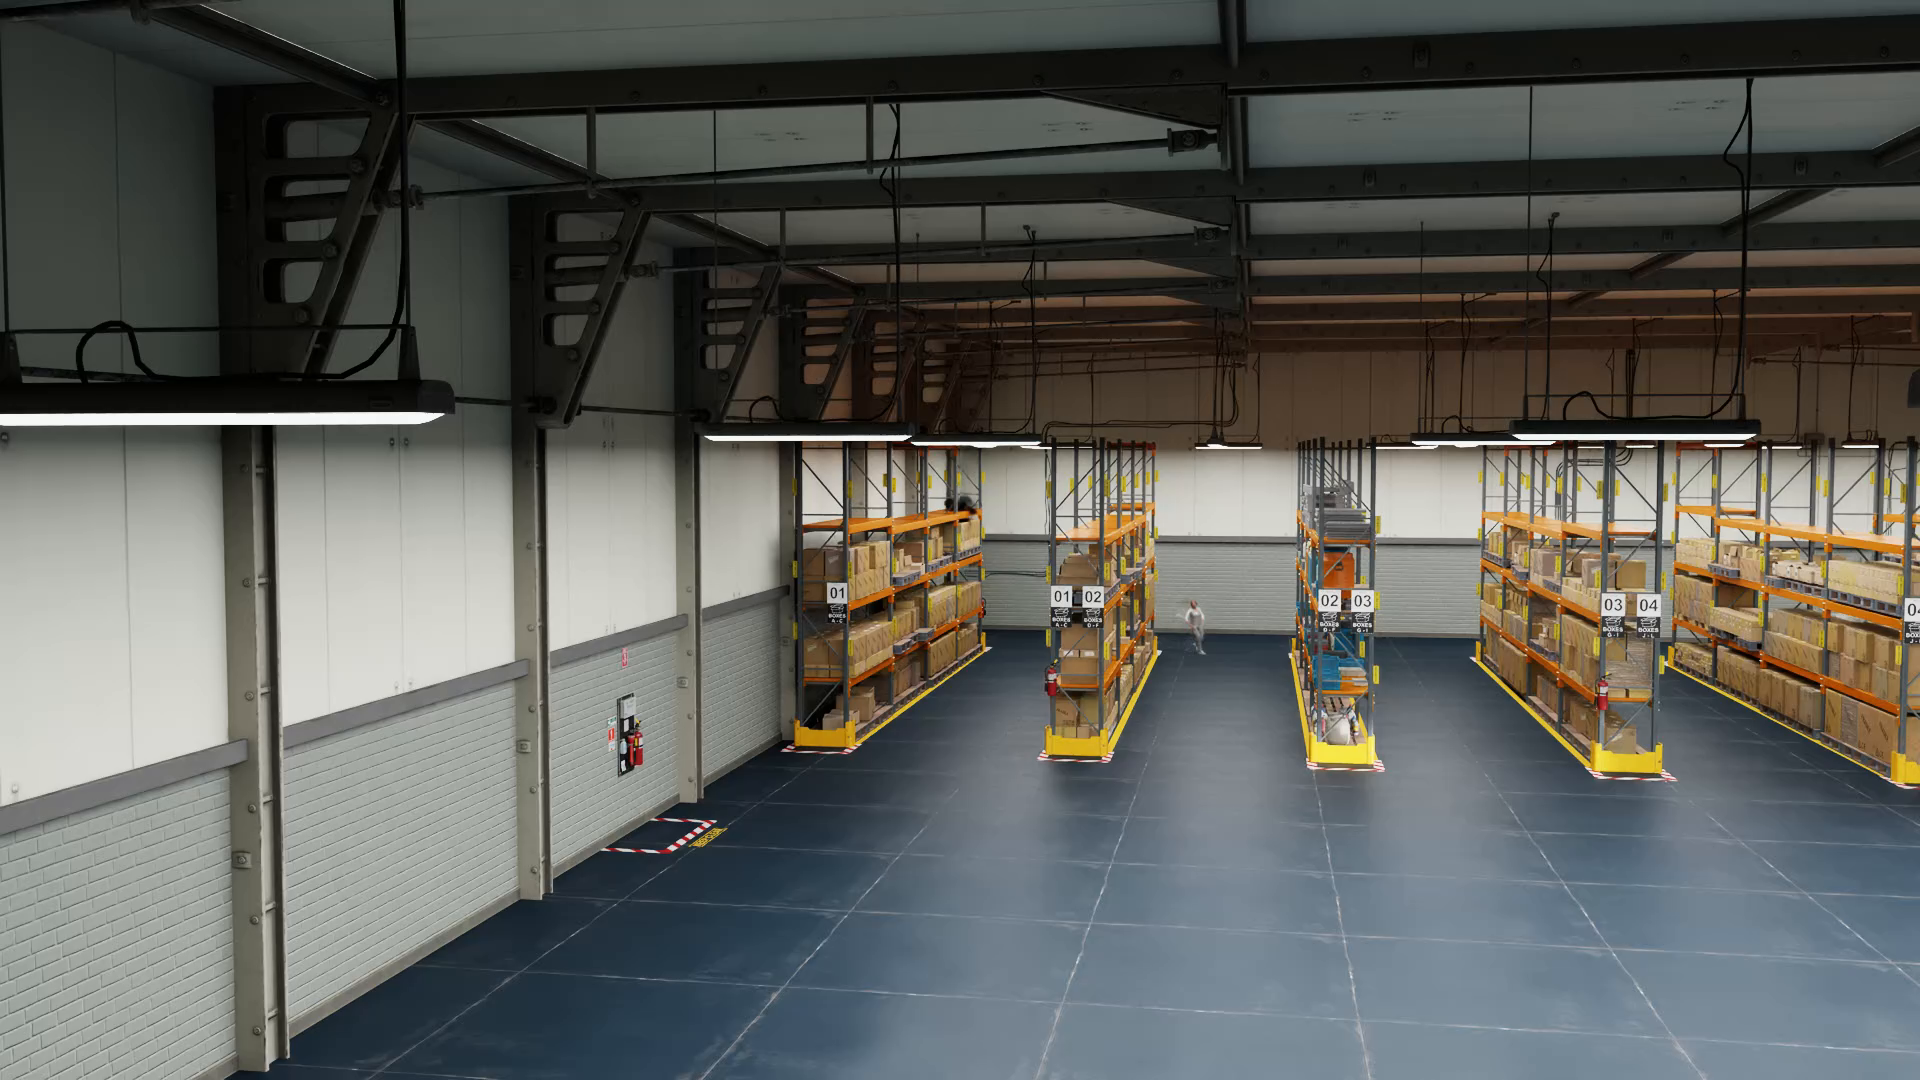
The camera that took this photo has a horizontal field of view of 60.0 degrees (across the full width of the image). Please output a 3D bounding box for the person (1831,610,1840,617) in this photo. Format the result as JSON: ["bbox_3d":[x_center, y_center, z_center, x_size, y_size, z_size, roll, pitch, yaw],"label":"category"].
[{"bbox_3d":[23.583,2.520,44.911,0.584,1.648,0.574,0,3,7],"label":"person"}]

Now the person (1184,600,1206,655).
[{"bbox_3d":[6.650,2.461,47.102,0.596,1.542,0.571,-1,3,-16],"label":"person"}]
